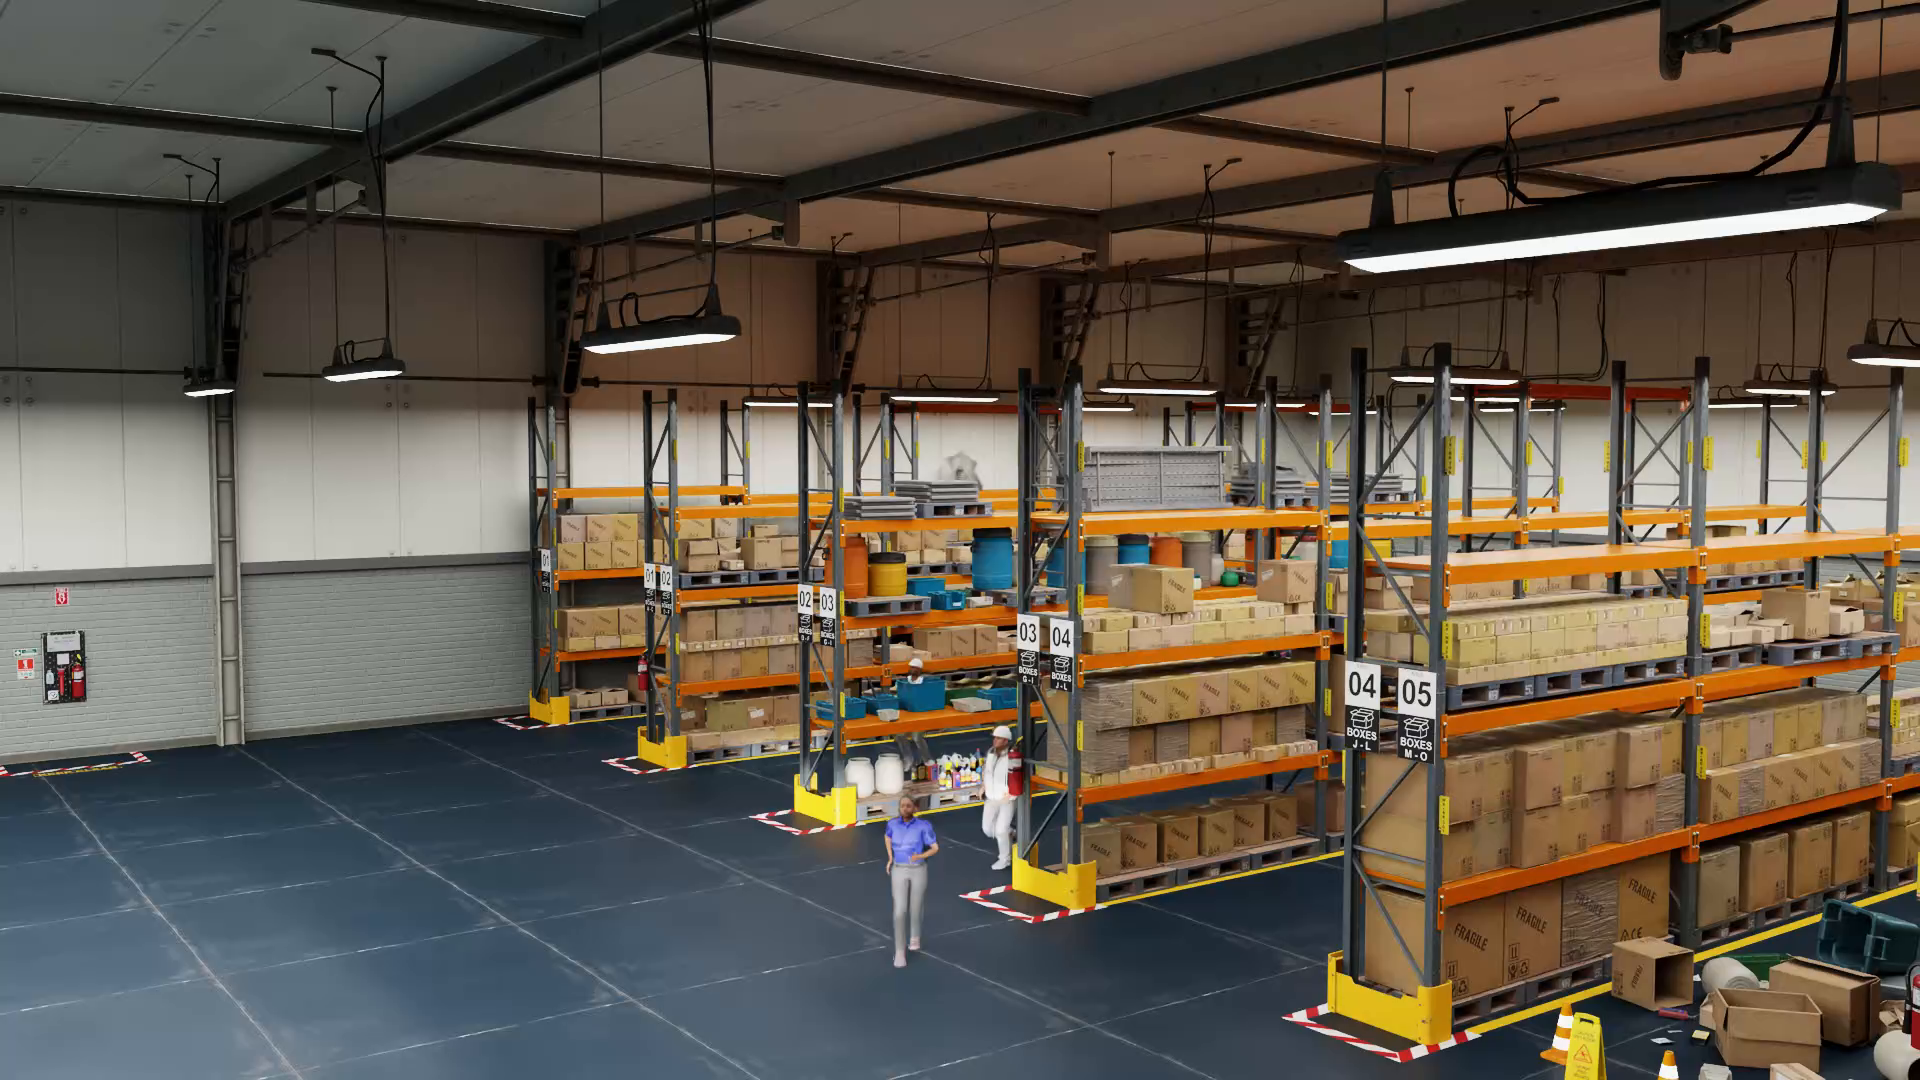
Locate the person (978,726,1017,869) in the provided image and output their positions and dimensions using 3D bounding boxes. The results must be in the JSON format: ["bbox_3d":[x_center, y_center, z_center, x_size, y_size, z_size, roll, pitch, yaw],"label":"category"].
[{"bbox_3d":[0.559,3.116,20.252,0.688,1.743,0.560,3,4,40],"label":"person"}]

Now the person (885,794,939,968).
[{"bbox_3d":[-0.488,3.368,16.580,0.560,1.716,0.736,0,3,3],"label":"person"}]

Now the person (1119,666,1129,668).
[{"bbox_3d":[2.753,2.550,28.860,0.896,1.776,0.707,-3,5,-45],"label":"person"}]

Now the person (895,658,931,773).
[{"bbox_3d":[-0.739,2.754,26.009,0.674,1.809,0.696,3,5,43],"label":"person"}]
